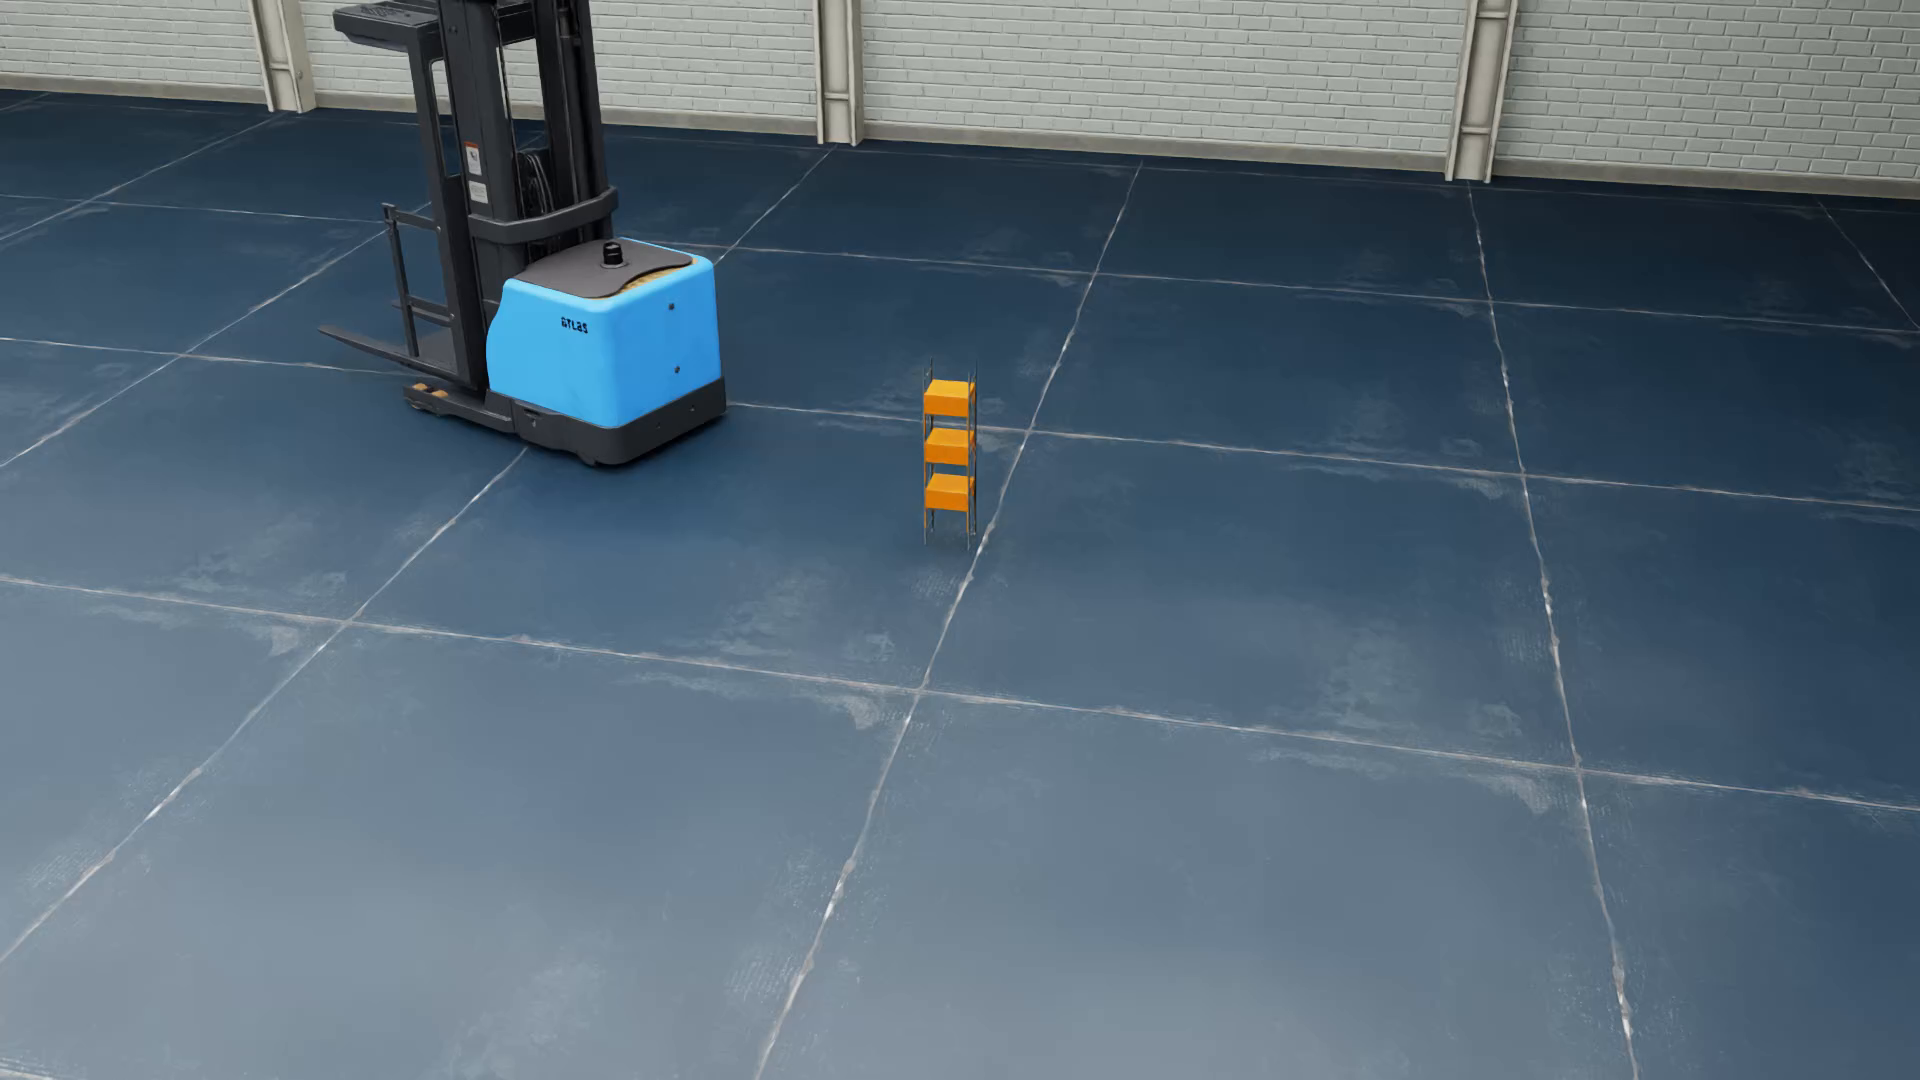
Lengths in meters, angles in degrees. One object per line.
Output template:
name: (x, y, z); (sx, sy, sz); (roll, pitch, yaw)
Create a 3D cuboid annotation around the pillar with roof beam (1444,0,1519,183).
pillar with roof beam: (3.792, -5.282, 9.526); (0.400, 9.000, 9.100); (6, 29, 11)

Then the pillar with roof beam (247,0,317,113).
pillar with roof beam: (-7.944, -6.485, 11.724); (0.400, 9.000, 9.100); (6, 29, 11)

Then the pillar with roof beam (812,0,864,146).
pillar with roof beam: (-2.076, -5.883, 10.625); (0.400, 9.000, 9.100); (6, 29, 11)

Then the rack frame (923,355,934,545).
rack frame: (-0.172, -0.478, 9.030); (0.008, 1.050, 0.200); (6, 29, 11)

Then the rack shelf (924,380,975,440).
rack shelf: (-0.052, -0.705, 8.877); (0.240, 0.259, 0.215); (6, 29, 11)

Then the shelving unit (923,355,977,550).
shelving unit: (-0.052, -0.466, 9.008); (0.252, 1.050, 0.215); (6, 29, 11)

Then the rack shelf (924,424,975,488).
rack shelf: (-0.052, -0.457, 9.013); (0.240, 0.259, 0.215); (6, 29, 11)

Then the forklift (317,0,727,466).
forklift: (-2.995, -2.271, 10.346); (3.031, 2.935, 1.130); (18, 34, 30)

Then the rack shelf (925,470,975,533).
rack shelf: (-0.052, -0.213, 9.146); (0.240, 0.259, 0.215); (6, 29, 11)

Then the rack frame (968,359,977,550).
rack frame: (0.067, -0.454, 8.985); (0.008, 1.050, 0.200); (6, 29, 11)
